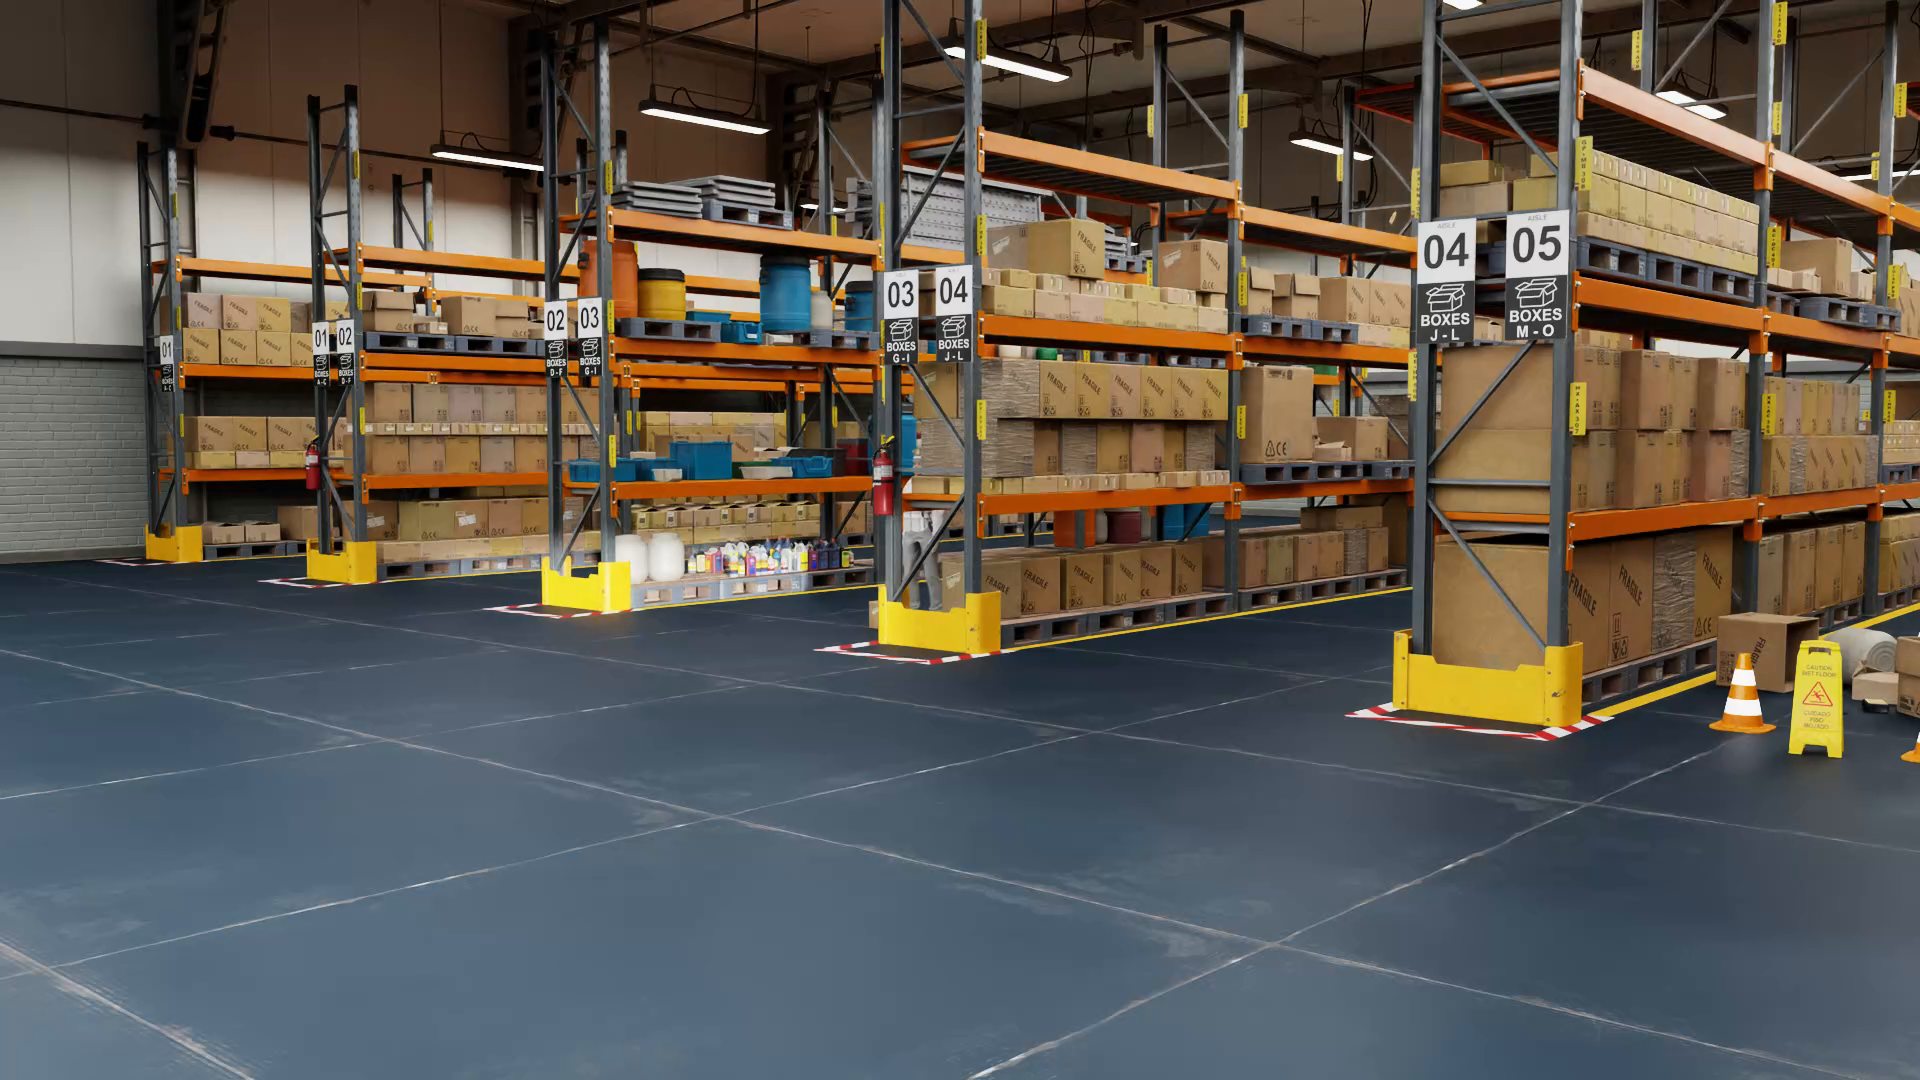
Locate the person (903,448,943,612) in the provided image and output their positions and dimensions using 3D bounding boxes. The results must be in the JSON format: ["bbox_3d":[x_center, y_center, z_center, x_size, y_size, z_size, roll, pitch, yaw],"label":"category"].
[{"bbox_3d":[-0.369,-0.027,15.912,0.465,1.700,0.359,3,5,41],"label":"person"}]
